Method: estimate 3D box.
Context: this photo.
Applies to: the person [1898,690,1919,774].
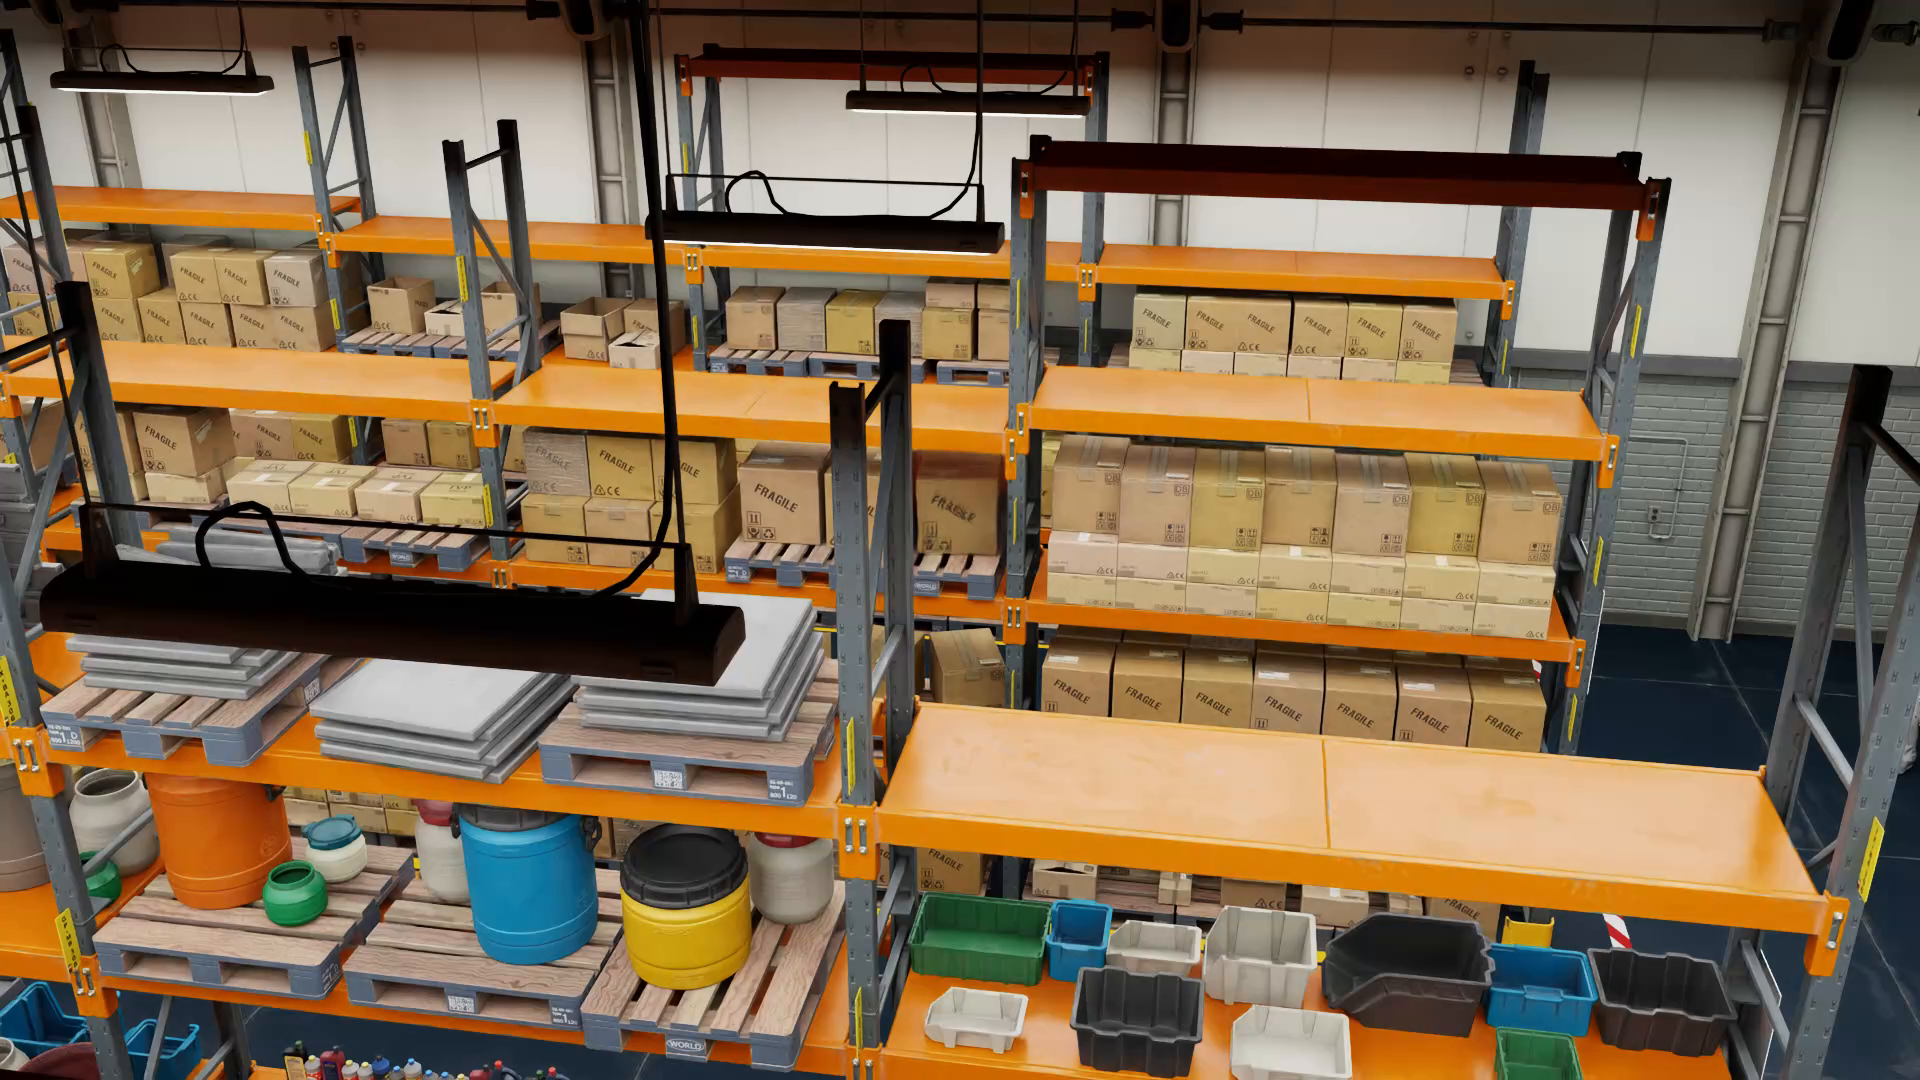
[{"bbox_3d":[8.862,1.331,15.077,0.674,1.642,0.488,-19,30,-38],"label":"person"}]
